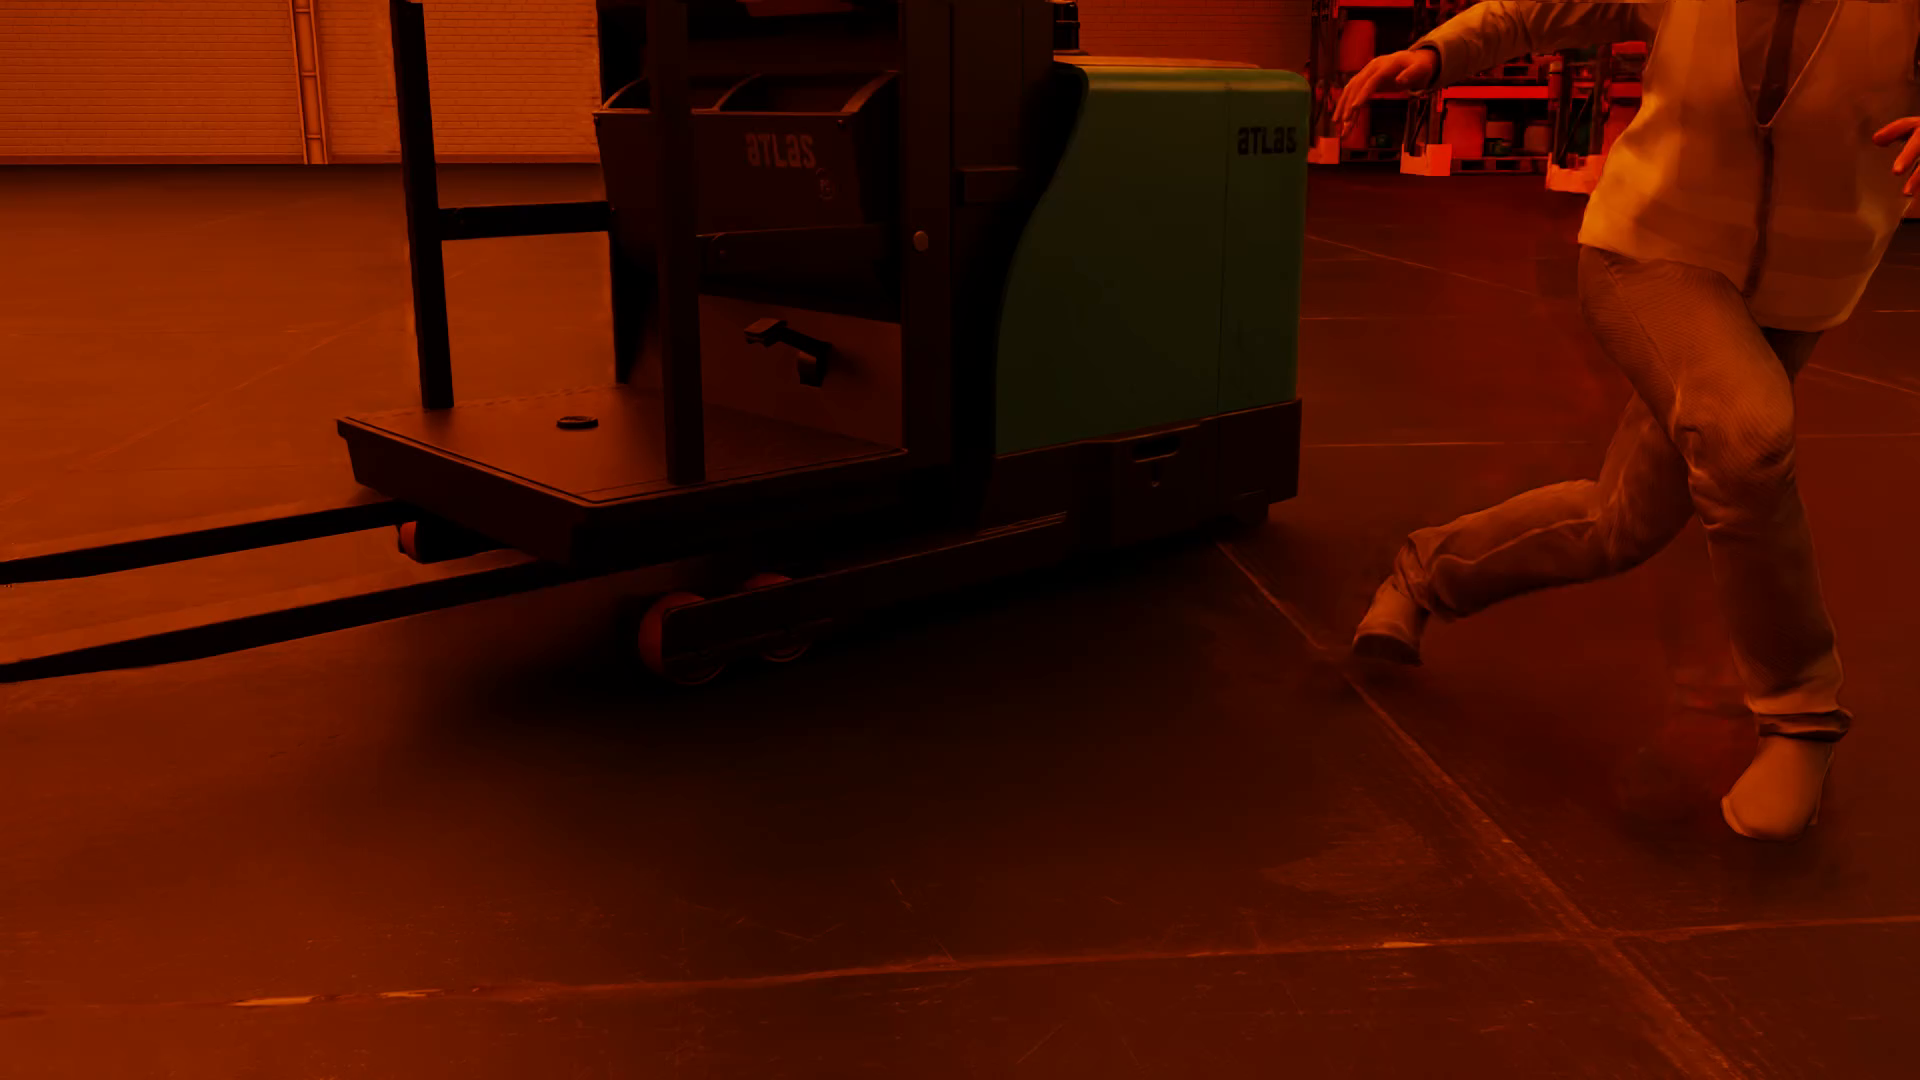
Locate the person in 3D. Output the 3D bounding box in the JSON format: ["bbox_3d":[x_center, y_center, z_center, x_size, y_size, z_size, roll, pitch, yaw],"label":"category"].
[{"bbox_3d":[0.996,-0.384,2.416,0.909,1.561,1.069,2,15,7],"label":"person"}]

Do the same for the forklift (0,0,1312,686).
[{"bbox_3d":[-0.607,-1.307,3.144,3.031,2.935,1.130,-13,19,-40],"label":"forklift"}]
